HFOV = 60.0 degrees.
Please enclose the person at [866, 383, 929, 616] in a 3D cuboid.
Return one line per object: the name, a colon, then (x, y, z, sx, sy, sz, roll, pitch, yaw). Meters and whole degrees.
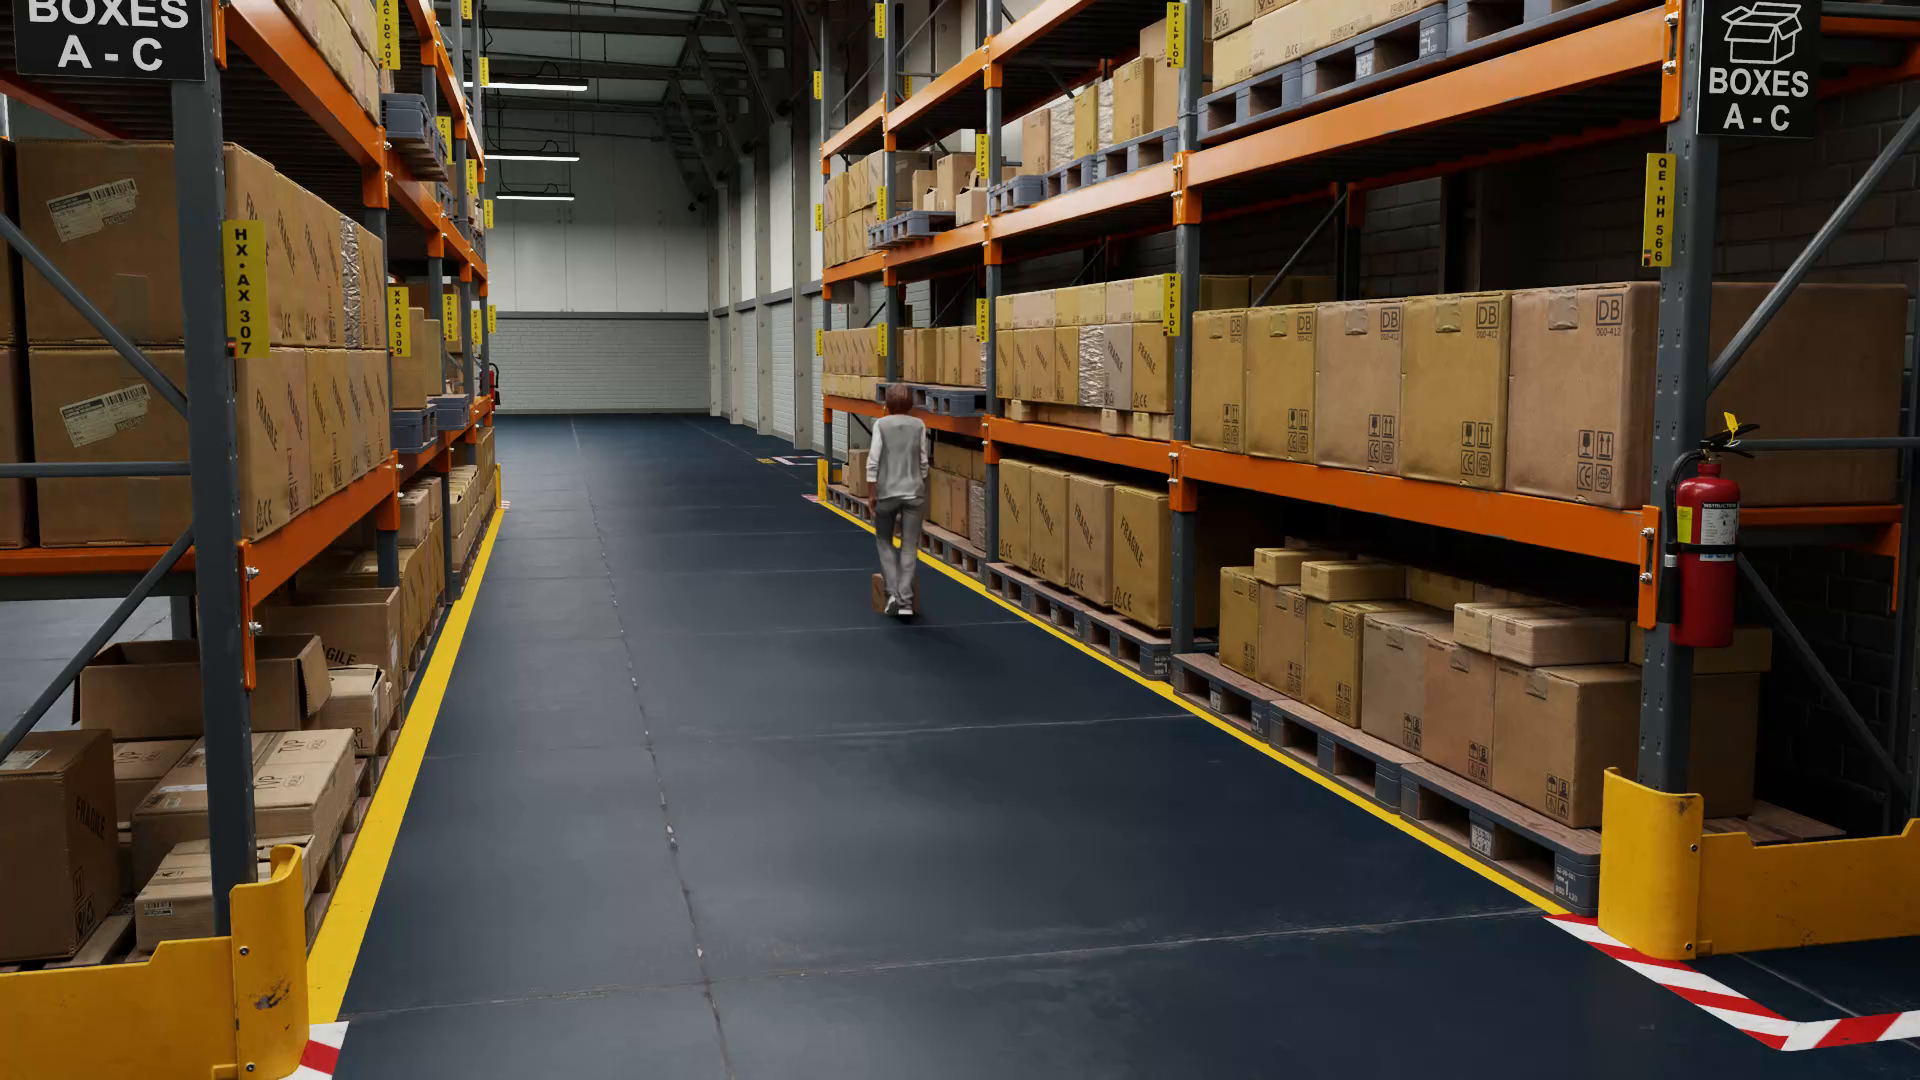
person: (-0.419, -0.236, 11.264, 0.440, 1.619, 0.565, -1, 6, -6)
